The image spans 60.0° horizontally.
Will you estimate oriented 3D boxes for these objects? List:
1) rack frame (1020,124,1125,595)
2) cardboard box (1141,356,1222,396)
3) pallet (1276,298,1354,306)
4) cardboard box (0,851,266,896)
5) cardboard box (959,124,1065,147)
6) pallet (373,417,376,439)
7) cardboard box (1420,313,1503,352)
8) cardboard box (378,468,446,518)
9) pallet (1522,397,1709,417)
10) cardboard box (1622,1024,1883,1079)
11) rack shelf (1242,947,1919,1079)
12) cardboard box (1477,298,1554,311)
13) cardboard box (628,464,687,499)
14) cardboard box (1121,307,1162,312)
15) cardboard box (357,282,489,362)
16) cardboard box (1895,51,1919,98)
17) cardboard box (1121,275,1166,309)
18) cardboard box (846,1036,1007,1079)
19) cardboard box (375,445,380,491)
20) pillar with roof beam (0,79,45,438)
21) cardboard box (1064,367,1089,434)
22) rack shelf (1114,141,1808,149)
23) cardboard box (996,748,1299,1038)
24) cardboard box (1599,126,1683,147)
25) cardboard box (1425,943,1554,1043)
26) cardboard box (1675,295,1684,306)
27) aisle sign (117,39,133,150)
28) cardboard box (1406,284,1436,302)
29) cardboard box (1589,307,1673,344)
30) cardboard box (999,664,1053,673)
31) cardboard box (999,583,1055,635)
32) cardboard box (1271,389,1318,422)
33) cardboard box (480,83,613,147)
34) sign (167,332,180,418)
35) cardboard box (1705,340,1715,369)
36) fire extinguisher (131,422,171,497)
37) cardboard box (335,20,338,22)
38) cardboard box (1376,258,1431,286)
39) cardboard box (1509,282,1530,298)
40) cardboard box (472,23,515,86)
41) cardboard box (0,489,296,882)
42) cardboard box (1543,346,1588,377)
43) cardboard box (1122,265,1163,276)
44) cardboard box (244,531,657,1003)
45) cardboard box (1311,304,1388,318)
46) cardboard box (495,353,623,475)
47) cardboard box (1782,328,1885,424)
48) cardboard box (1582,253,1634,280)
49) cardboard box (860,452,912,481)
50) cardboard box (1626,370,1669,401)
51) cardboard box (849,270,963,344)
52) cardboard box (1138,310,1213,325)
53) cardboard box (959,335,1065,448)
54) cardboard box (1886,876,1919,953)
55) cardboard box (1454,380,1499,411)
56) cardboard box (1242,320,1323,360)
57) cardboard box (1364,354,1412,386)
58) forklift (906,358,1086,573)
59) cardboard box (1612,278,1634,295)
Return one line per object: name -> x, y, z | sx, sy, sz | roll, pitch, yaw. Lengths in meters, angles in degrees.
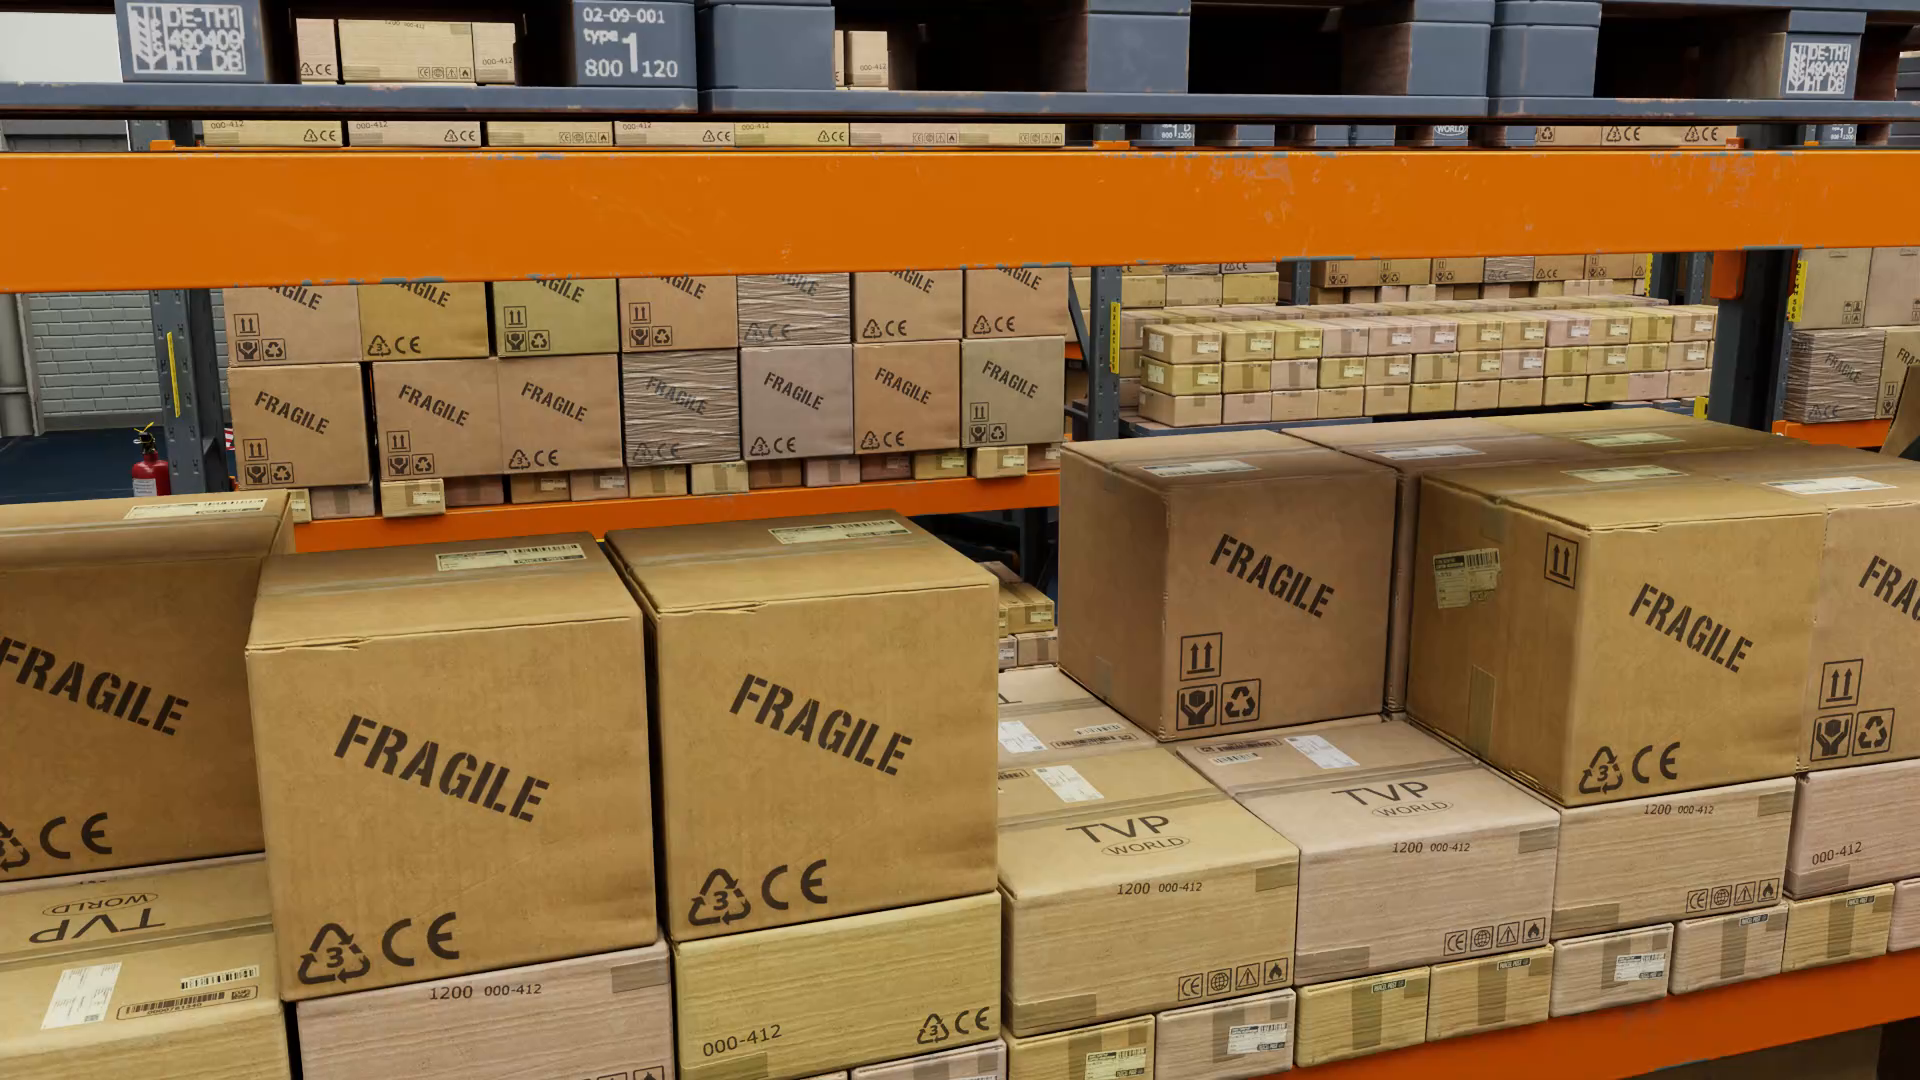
rack frame -> 0.540, -0.640, 8.352 | 0.127, 3.000, 1.000 | -4, 14, -18
cardboard box -> 1.060, -0.795, 7.996 | 0.250, 0.149, 0.380 | -4, 14, -17
pallet -> 3.298, -1.996, 14.468 | 1.003, 0.211, 1.213 | -4, 14, -18
cardboard box -> -1.390, 0.585, 2.884 | 0.500, 0.250, 0.500 | -5, 14, -19
cardboard box -> 0.161, -1.931, 7.621 | 0.500, 0.250, 0.500 | -4, 14, -17
pallet -> -5.685, -1.219, 16.814 | 1.213, 0.211, 1.003 | -4, 14, -18
cardboard box -> 2.539, -1.056, 8.451 | 0.250, 0.149, 0.380 | -4, 14, -16
cardboard box -> -2.340, -0.211, 7.090 | 0.250, 0.149, 0.380 | -5, 14, -20
pallet -> 3.689, -0.766, 9.296 | 1.003, 0.211, 1.213 | -4, 14, -18
cardboard box -> 1.375, 1.316, 3.814 | 0.875, 0.875, 0.875 | -4, 14, -18
rack shelf -> 0.130, 0.953, 3.210 | 4.000, 0.370, 1.077 | -4, 14, -18
cardboard box -> 3.092, -1.258, 9.301 | 0.250, 0.149, 0.380 | -5, 14, -20
cardboard box -> -1.377, -0.301, 7.469 | 0.250, 0.149, 0.380 | -4, 14, -16
cardboard box -> 1.298, -1.772, 13.433 | 0.500, 0.250, 0.500 | -5, 14, -19
cardboard box -> -2.265, -1.038, 7.006 | 0.500, 0.500, 0.500 | -4, 14, -16
cardboard box -> 5.087, -2.609, 9.218 | 0.500, 0.311, 0.500 | -4, 14, -18
cardboard box -> 1.315, -2.011, 13.361 | 0.500, 0.250, 0.500 | -5, 14, -20
cardboard box -> -0.106, 0.823, 2.743 | 0.250, 0.149, 0.380 | -5, 14, -19
cardboard box -> -2.552, -0.341, 7.636 | 0.250, 0.149, 0.380 | -5, 14, -19
pillar with roof beam -> -7.982, -4.485, 11.550 | 0.400, 9.000, 9.100 | -4, 14, -18
cardboard box -> 1.129, -1.087, 13.913 | 0.875, 0.875, 0.875 | -4, 14, -17
rack shelf -> 2.435, -1.897, 8.709 | 4.000, 0.370, 1.077 | -4, 14, -18
cardboard box -> 0.237, 0.587, 2.876 | 0.500, 0.250, 0.500 | -5, 14, -19
cardboard box -> 3.401, -2.306, 8.656 | 0.500, 0.500, 0.500 | -4, 14, -18
cardboard box -> 0.866, 0.748, 3.060 | 0.250, 0.149, 0.380 | -4, 14, -17
cardboard box -> 6.655, -2.277, 15.777 | 0.250, 0.149, 0.380 | -5, 14, -19
aisle sign -> -3.225, -1.539, 6.511 | 0.004, 0.787, 0.394 | -4, 14, -18
cardboard box -> 3.844, -2.118, 14.202 | 0.250, 0.149, 0.380 | -4, 14, -18
cardboard box -> 3.526, -1.133, 8.773 | 0.250, 0.149, 0.380 | -4, 14, -16
cardboard box -> 0.277, 0.646, 8.198 | 0.250, 0.149, 0.380 | -4, 14, -17
cardboard box -> 0.286, 0.336, 8.214 | 0.250, 0.149, 0.380 | -4, 14, -16
cardboard box -> 1.559, -0.690, 8.196 | 0.250, 0.149, 0.380 | -4, 14, -18
cardboard box -> -1.760, -1.787, 7.016 | 0.500, 0.250, 0.500 | -5, 14, -20
sign -> -3.078, -0.647, 6.511 | 0.005, 0.325, 0.100 | -4, 14, -18
cardboard box -> 4.008, -1.026, 8.966 | 0.250, 0.149, 0.380 | -4, 14, -17
fire extinguisher -> -3.637, -0.209, 7.511 | 0.183, 0.674, 0.296 | -4, 14, -18
cardboard box -> -2.624, -2.157, 6.630 | 0.250, 0.149, 0.380 | -4, 14, -16
cardboard box -> 3.648, -2.434, 14.126 | 0.500, 0.500, 0.500 | -4, 14, -15
cardboard box -> 4.794, -2.223, 14.643 | 0.250, 0.149, 0.380 | -5, 14, -20
cardboard box -> -1.775, -2.023, 6.929 | 0.500, 0.250, 0.500 | -4, 14, -17
cardboard box -> -1.387, 0.220, 2.796 | 0.500, 0.500, 0.500 | -4, 14, -17
cardboard box -> 3.033, -0.950, 8.646 | 0.250, 0.149, 0.380 | -5, 14, -18
cardboard box -> 1.293, -2.378, 13.283 | 0.500, 0.500, 0.500 | -4, 14, -18
cardboard box -> -0.750, 0.301, 2.458 | 0.500, 0.500, 0.500 | -5, 14, -19
cardboard box -> 2.094, -1.180, 8.972 | 0.250, 0.149, 0.380 | -5, 14, -21
cardboard box -> -1.770, -0.589, 7.280 | 0.500, 0.500, 0.500 | -4, 14, -17
cardboard box -> 4.843, -0.958, 9.472 | 0.500, 0.500, 0.500 | -4, 14, -17
cardboard box -> 5.613, -2.585, 14.763 | 0.500, 0.500, 0.500 | -4, 14, -18
cardboard box -> -0.404, -0.392, 7.852 | 0.250, 0.149, 0.380 | -5, 14, -20
cardboard box -> 3.530, -0.843, 8.841 | 0.250, 0.149, 0.380 | -4, 14, -17
cardboard box -> -0.308, -1.187, 7.630 | 0.500, 0.500, 0.500 | -5, 14, -20
cardboard box -> 1.112, -1.104, 8.653 | 0.250, 0.149, 0.380 | -5, 14, -20
cardboard box -> 0.172, -0.736, 7.896 | 0.500, 0.500, 0.500 | -4, 14, -18
cardboard box -> 1.841, 0.672, 3.380 | 0.250, 0.149, 0.380 | -4, 14, -18
cardboard box -> 2.536, -0.766, 8.516 | 0.250, 0.149, 0.380 | -5, 14, -21
cardboard box -> 1.566, -0.980, 8.131 | 0.250, 0.149, 0.380 | -4, 14, -18
cardboard box -> 2.051, -0.874, 8.326 | 0.250, 0.149, 0.380 | -4, 14, -16
forklift -> 0.460, -1.326, 11.384 | 3.031, 2.935, 1.130 | 12, 18, 42
cardboard box -> 5.792, -2.277, 14.868 | 0.250, 0.149, 0.380 | -5, 14, -20
